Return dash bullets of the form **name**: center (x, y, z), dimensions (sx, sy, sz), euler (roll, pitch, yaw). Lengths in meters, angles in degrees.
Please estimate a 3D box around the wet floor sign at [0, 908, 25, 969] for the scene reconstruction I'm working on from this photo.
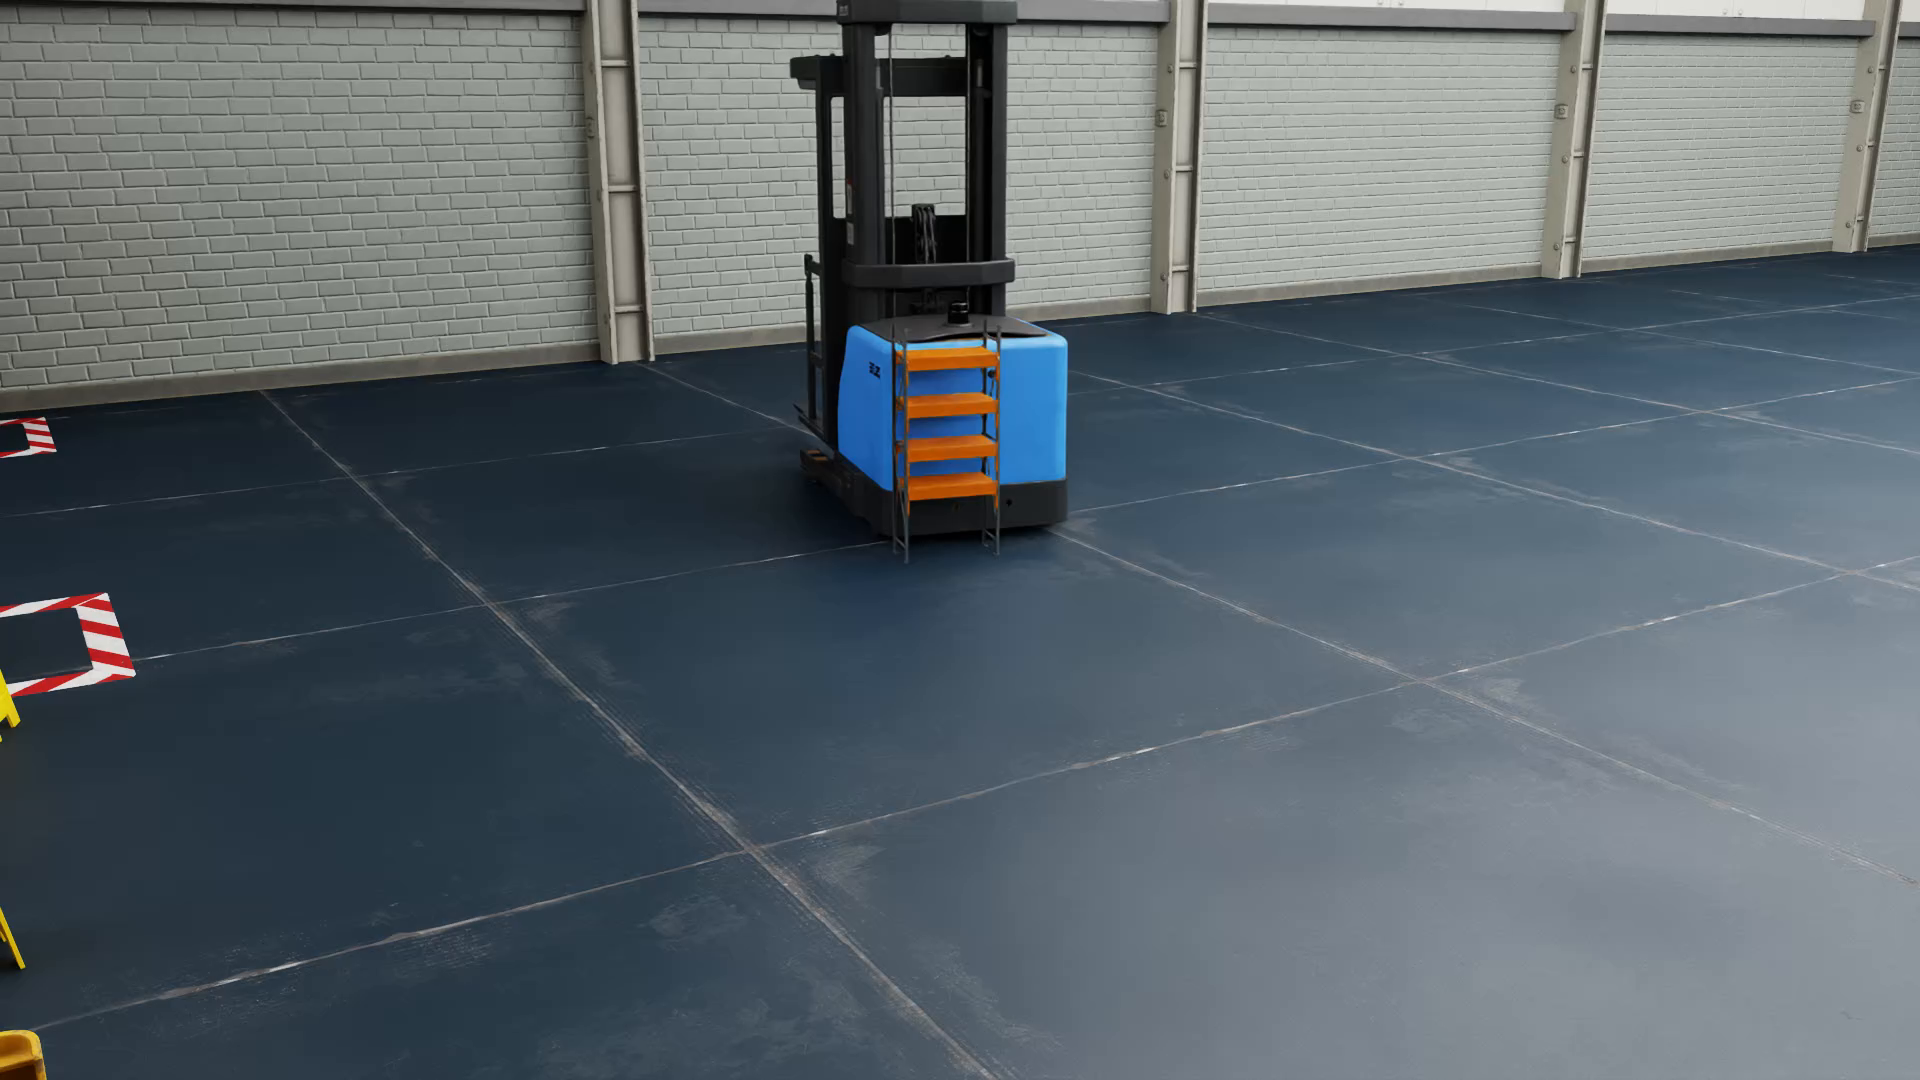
- **wet floor sign**: center (-2.786, 0.878, 4.581), dimensions (0.232, 0.644, 0.267), euler (-13, 20, -39)

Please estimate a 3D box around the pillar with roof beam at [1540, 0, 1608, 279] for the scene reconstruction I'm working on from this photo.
- **pillar with roof beam**: center (9.599, -6.579, 15.707), dimensions (0.400, 9.000, 9.100), euler (-9, 18, -30)

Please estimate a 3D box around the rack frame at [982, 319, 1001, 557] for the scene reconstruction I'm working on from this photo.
- **rack frame**: center (0.160, -0.523, 8.552), dimensions (0.015, 1.200, 0.240), euler (-5, 17, -17)

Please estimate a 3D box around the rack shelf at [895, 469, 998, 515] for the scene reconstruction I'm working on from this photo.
- **rack shelf**: center (-0.072, -0.247, 8.553), dimensions (0.480, 0.148, 0.258), euler (-5, 17, -17)

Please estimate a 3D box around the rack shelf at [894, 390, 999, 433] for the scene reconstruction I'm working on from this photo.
- **rack shelf**: center (-0.072, -0.654, 8.438), dimensions (0.480, 0.148, 0.258), euler (-5, 17, -17)

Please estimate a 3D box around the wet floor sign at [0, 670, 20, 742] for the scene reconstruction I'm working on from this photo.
- **wet floor sign**: center (-3.713, 0.430, 6.179), dimensions (0.232, 0.644, 0.267), euler (-3, 16, -11)

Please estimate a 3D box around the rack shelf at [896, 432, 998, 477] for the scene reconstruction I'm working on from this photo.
- **rack shelf**: center (-0.072, -0.438, 8.499), dimensions (0.480, 0.148, 0.258), euler (-5, 17, -17)

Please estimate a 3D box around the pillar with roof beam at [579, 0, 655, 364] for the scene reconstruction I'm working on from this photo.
- **pillar with roof beam**: center (-0.687, -4.911, 9.756), dimensions (0.400, 9.000, 9.100), euler (-9, 18, -30)

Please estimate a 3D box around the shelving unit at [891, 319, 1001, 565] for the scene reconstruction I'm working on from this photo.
- **shelving unit**: center (-0.072, -0.503, 8.481), dimensions (0.503, 1.200, 0.258), euler (-5, 17, -17)

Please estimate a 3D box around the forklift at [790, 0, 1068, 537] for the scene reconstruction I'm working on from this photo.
- **forklift**: center (-0.355, -1.783, 9.842), dimensions (1.130, 2.935, 3.031), euler (-5, 16, -17)

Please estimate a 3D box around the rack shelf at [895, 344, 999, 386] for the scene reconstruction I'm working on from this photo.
- **rack shelf**: center (-0.072, -0.881, 8.374), dimensions (0.480, 0.148, 0.258), euler (-5, 17, -17)

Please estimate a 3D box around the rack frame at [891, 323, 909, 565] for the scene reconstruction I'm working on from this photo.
- **rack frame**: center (-0.304, -0.483, 8.409), dimensions (0.015, 1.200, 0.240), euler (-5, 17, -17)

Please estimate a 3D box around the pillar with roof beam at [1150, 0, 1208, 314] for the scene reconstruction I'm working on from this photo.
- **pillar with roof beam**: center (4.456, -5.745, 12.732), dimensions (0.400, 9.000, 9.100), euler (-9, 18, -30)

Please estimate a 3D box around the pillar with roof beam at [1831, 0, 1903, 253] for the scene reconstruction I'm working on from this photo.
- **pillar with roof beam**: center (14.742, -7.413, 18.682), dimensions (0.400, 9.000, 9.100), euler (-9, 18, -30)

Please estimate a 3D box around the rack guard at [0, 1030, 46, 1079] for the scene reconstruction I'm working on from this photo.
- **rack guard**: center (-1.770, 1.407, 2.964), dimensions (0.348, 0.500, 1.175), euler (-9, 18, -30)
